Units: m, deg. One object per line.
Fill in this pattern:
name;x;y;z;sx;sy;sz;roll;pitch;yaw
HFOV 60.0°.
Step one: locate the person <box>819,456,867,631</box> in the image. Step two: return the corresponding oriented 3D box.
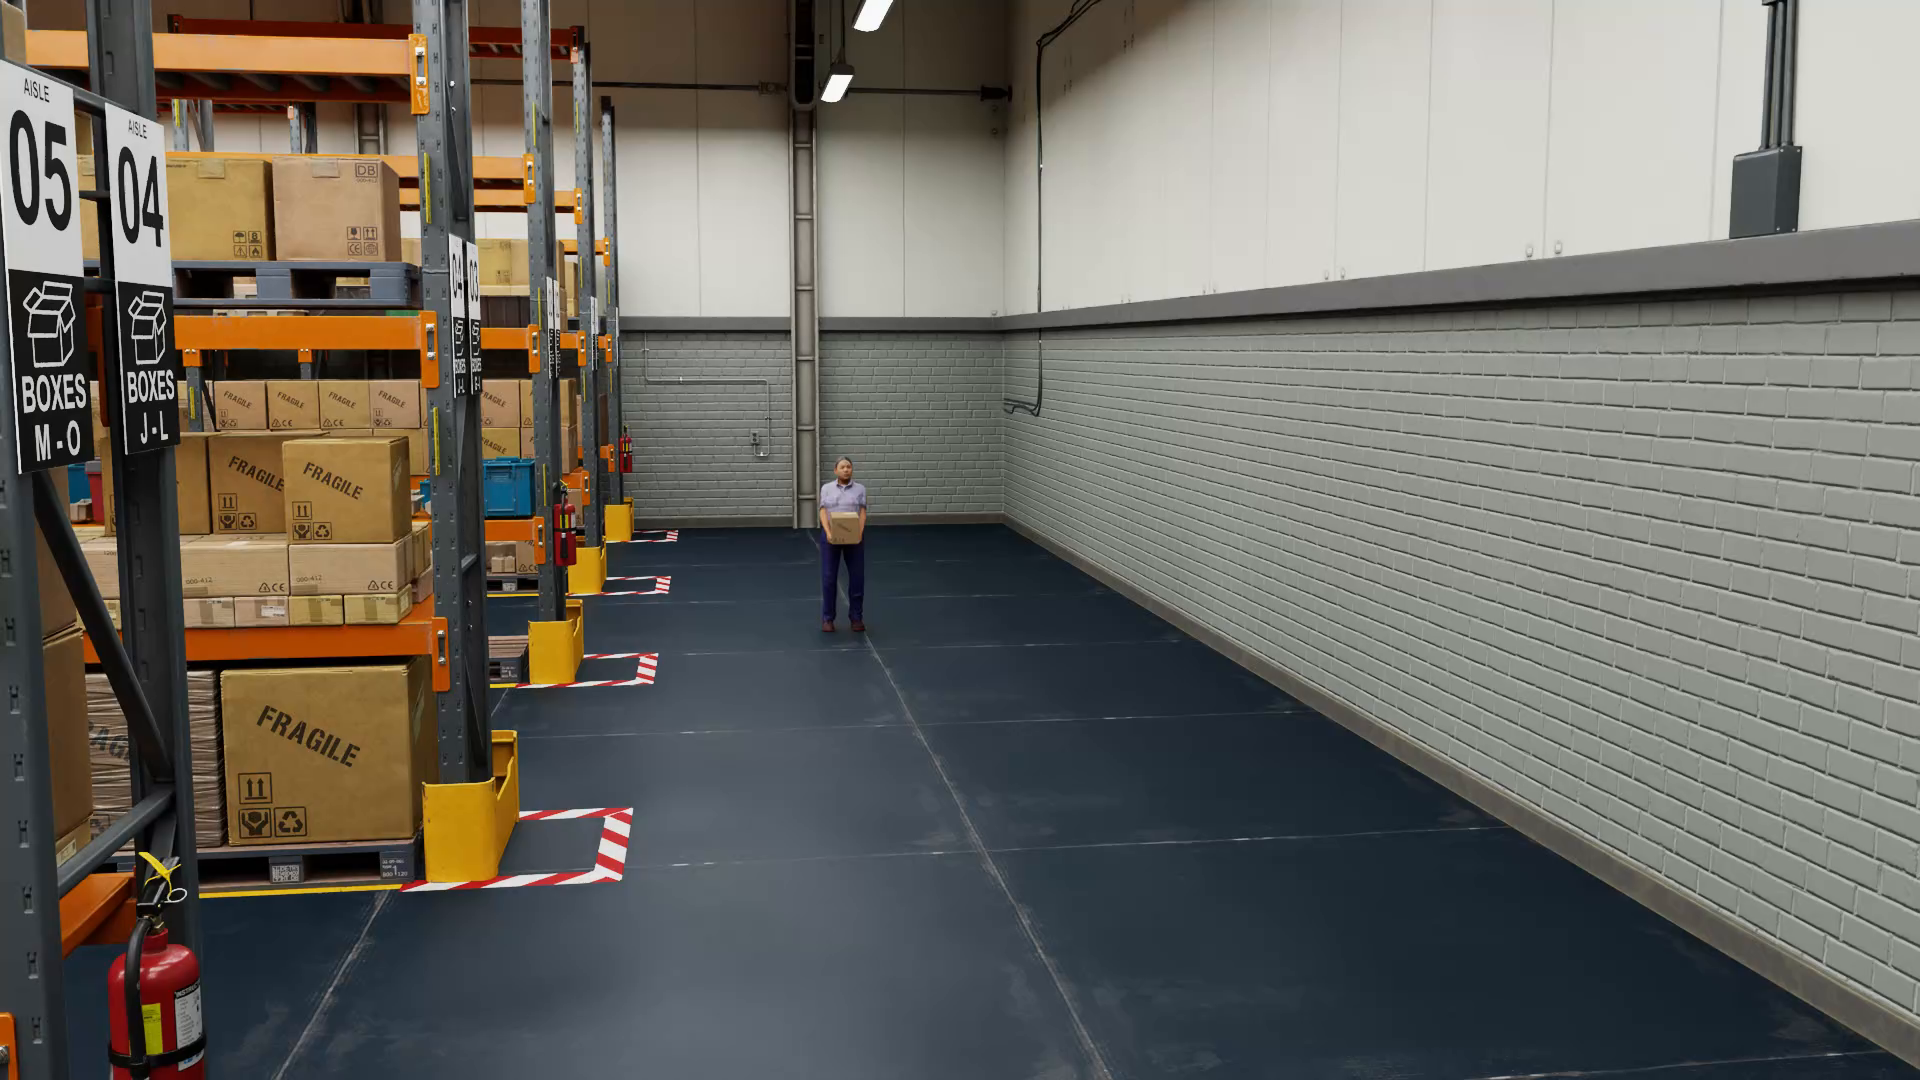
person;-1.088;0.047;15.603;0.452;1.622;0.524;-1;7;-8
